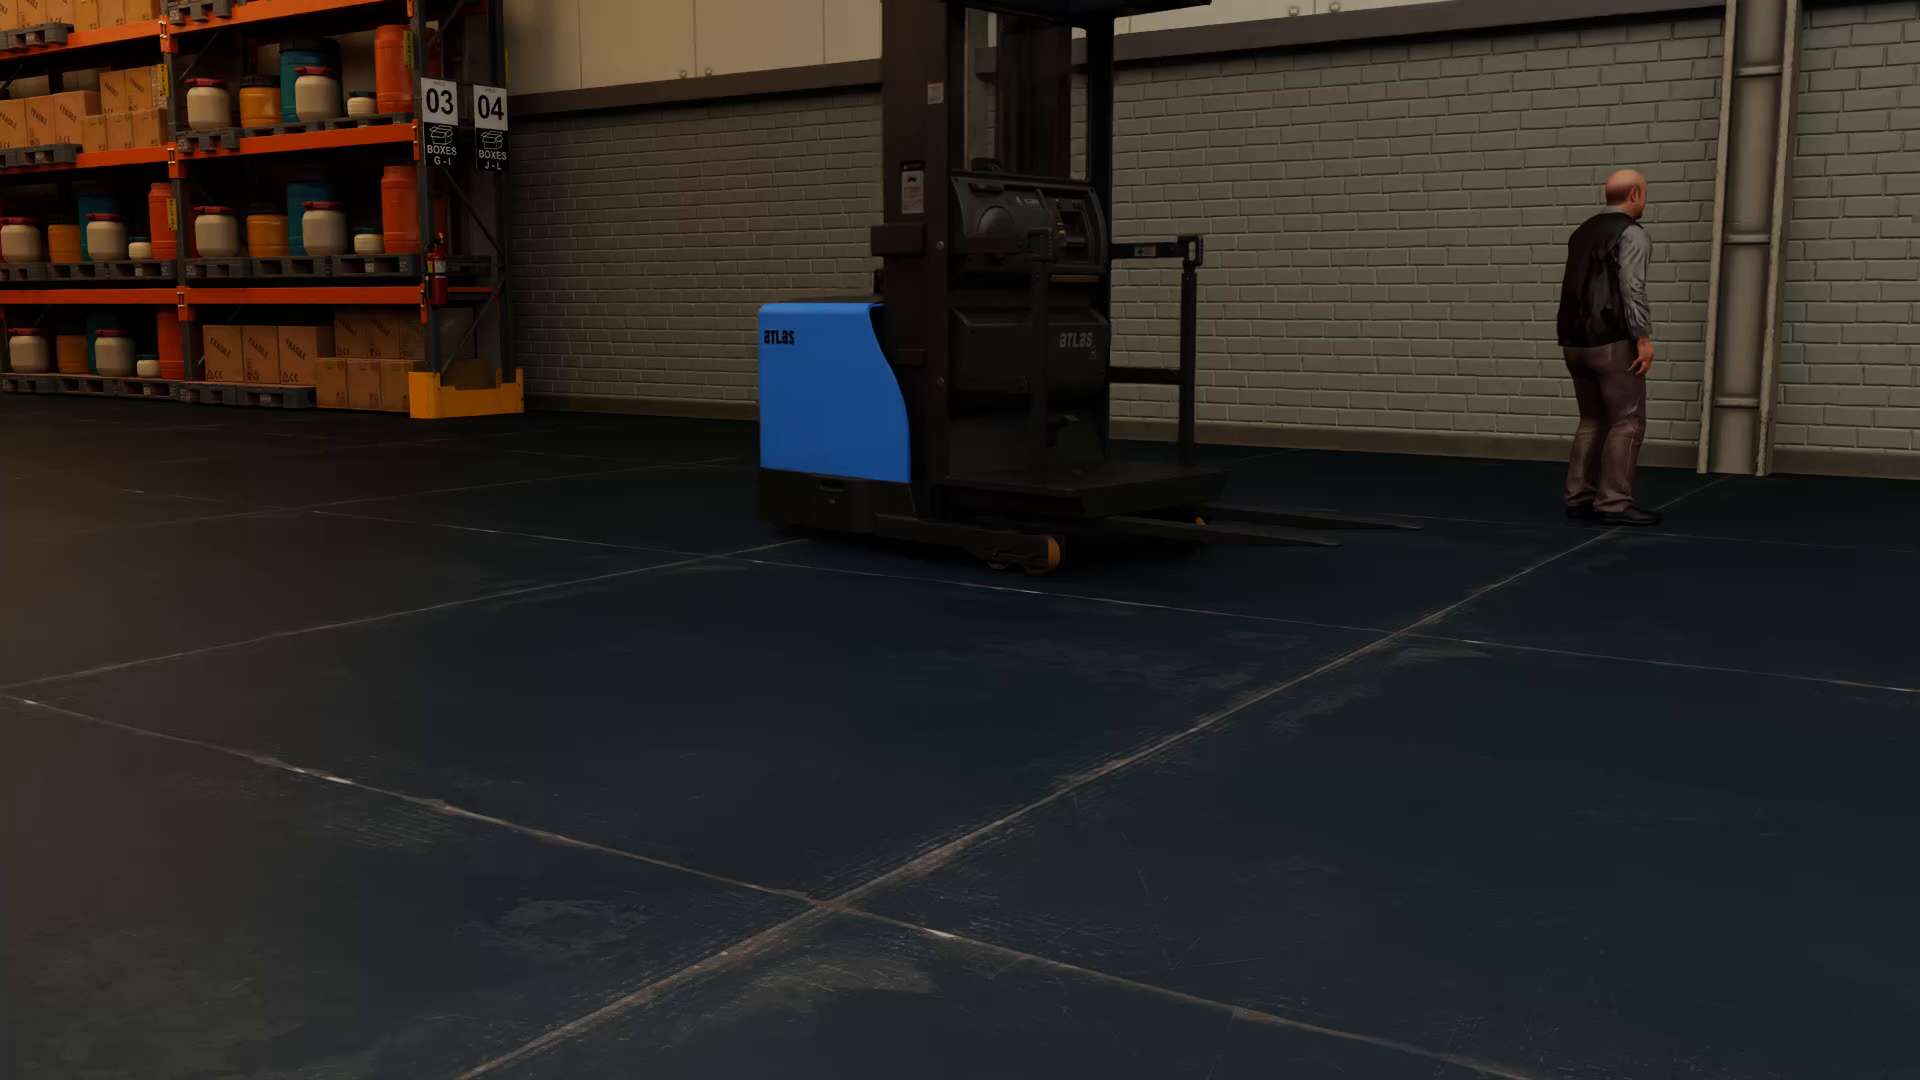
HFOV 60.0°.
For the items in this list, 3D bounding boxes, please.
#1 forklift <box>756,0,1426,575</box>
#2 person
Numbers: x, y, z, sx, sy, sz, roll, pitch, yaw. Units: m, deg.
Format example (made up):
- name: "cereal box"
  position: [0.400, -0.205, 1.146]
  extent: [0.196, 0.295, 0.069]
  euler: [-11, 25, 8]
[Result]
- name: "forklift"
  position: [0.459, -1.393, 6.987]
  extent: [3.031, 2.935, 1.130]
  euler: [8, 11, 43]
- name: "person"
  position: [3.176, -0.950, 8.187]
  extent: [0.424, 1.717, 0.580]
  euler: [-2, 8, -13]
